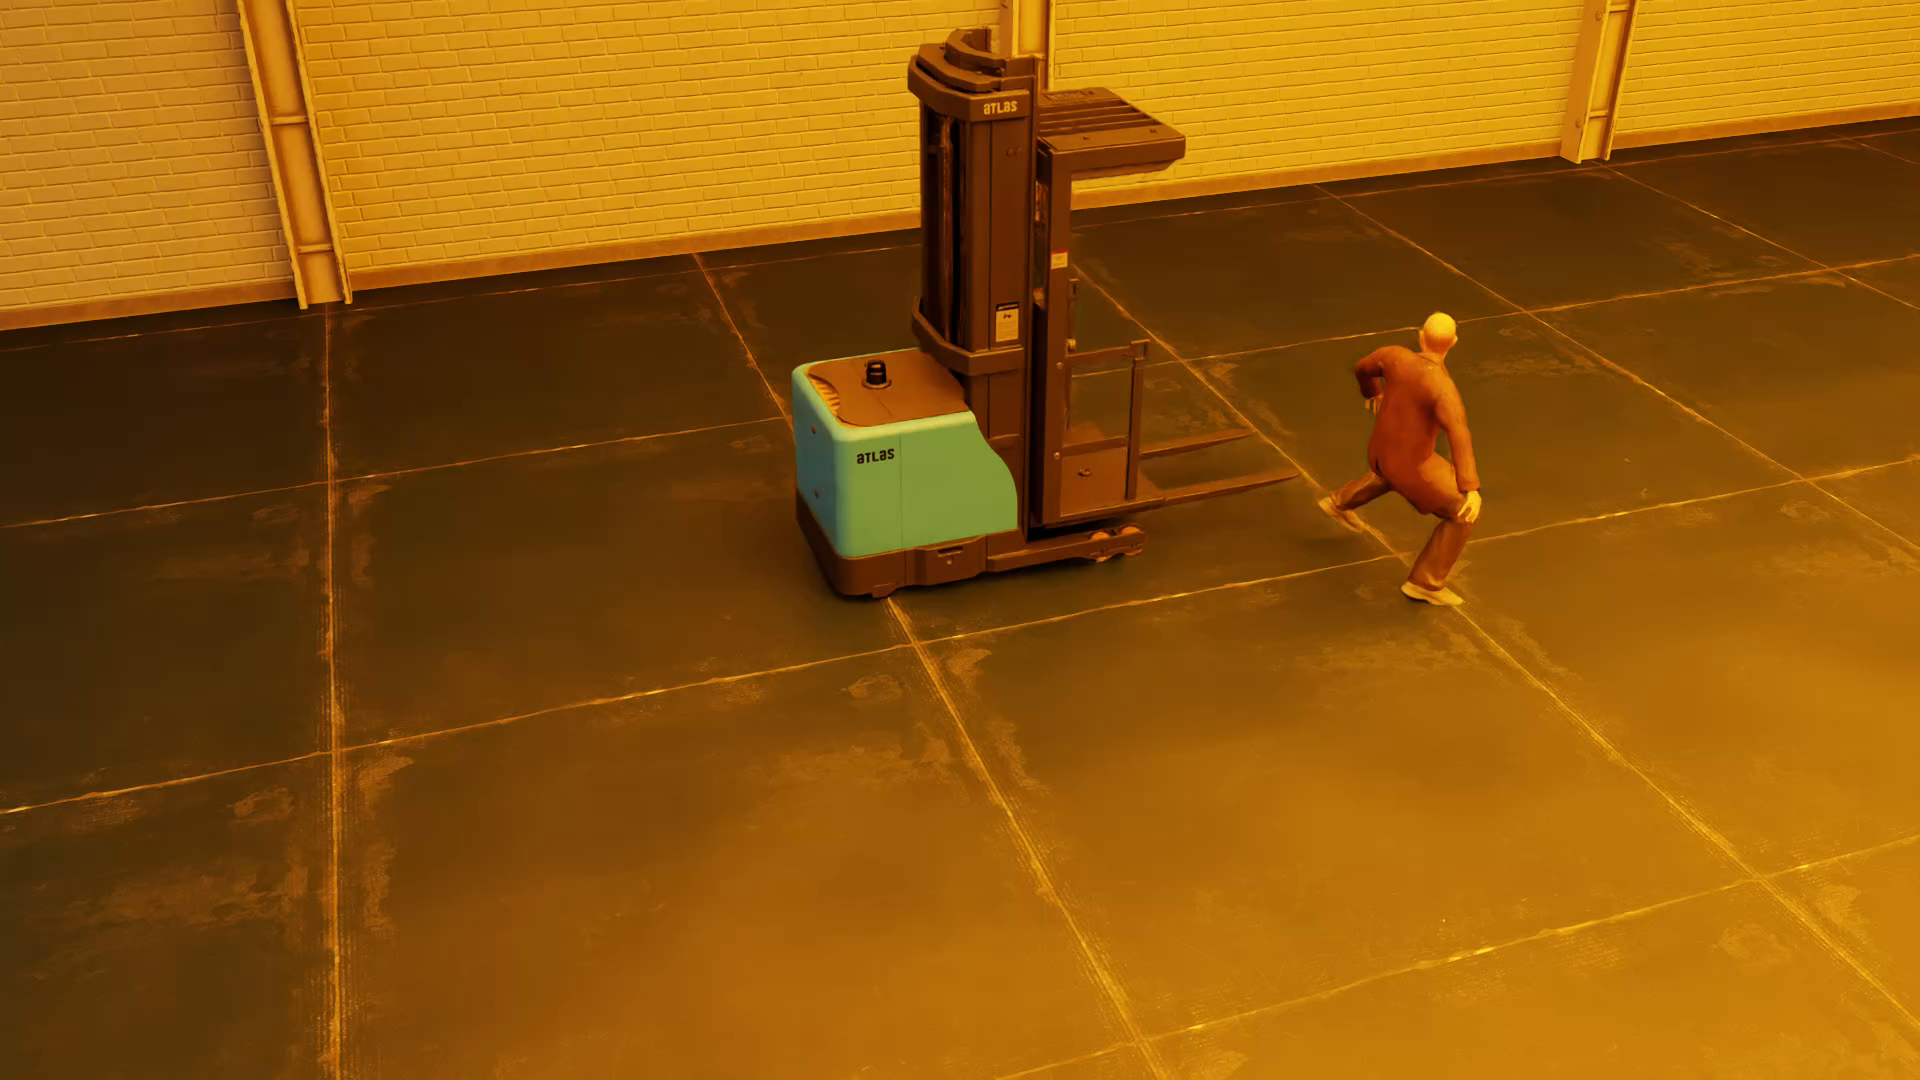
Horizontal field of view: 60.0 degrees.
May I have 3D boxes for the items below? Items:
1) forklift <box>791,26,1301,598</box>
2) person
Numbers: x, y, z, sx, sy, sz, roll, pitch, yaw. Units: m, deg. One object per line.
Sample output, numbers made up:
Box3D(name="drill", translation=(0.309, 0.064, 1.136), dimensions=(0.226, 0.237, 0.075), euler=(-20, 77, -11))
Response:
Box3D(name="forklift", translation=(0.578, -1.384, 9.492), dimensions=(3.031, 2.935, 1.130), euler=(-10, 31, -17))
Box3D(name="person", translation=(2.525, -0.456, 9.232), dimensions=(0.539, 1.671, 1.177), euler=(-10, 31, -16))
